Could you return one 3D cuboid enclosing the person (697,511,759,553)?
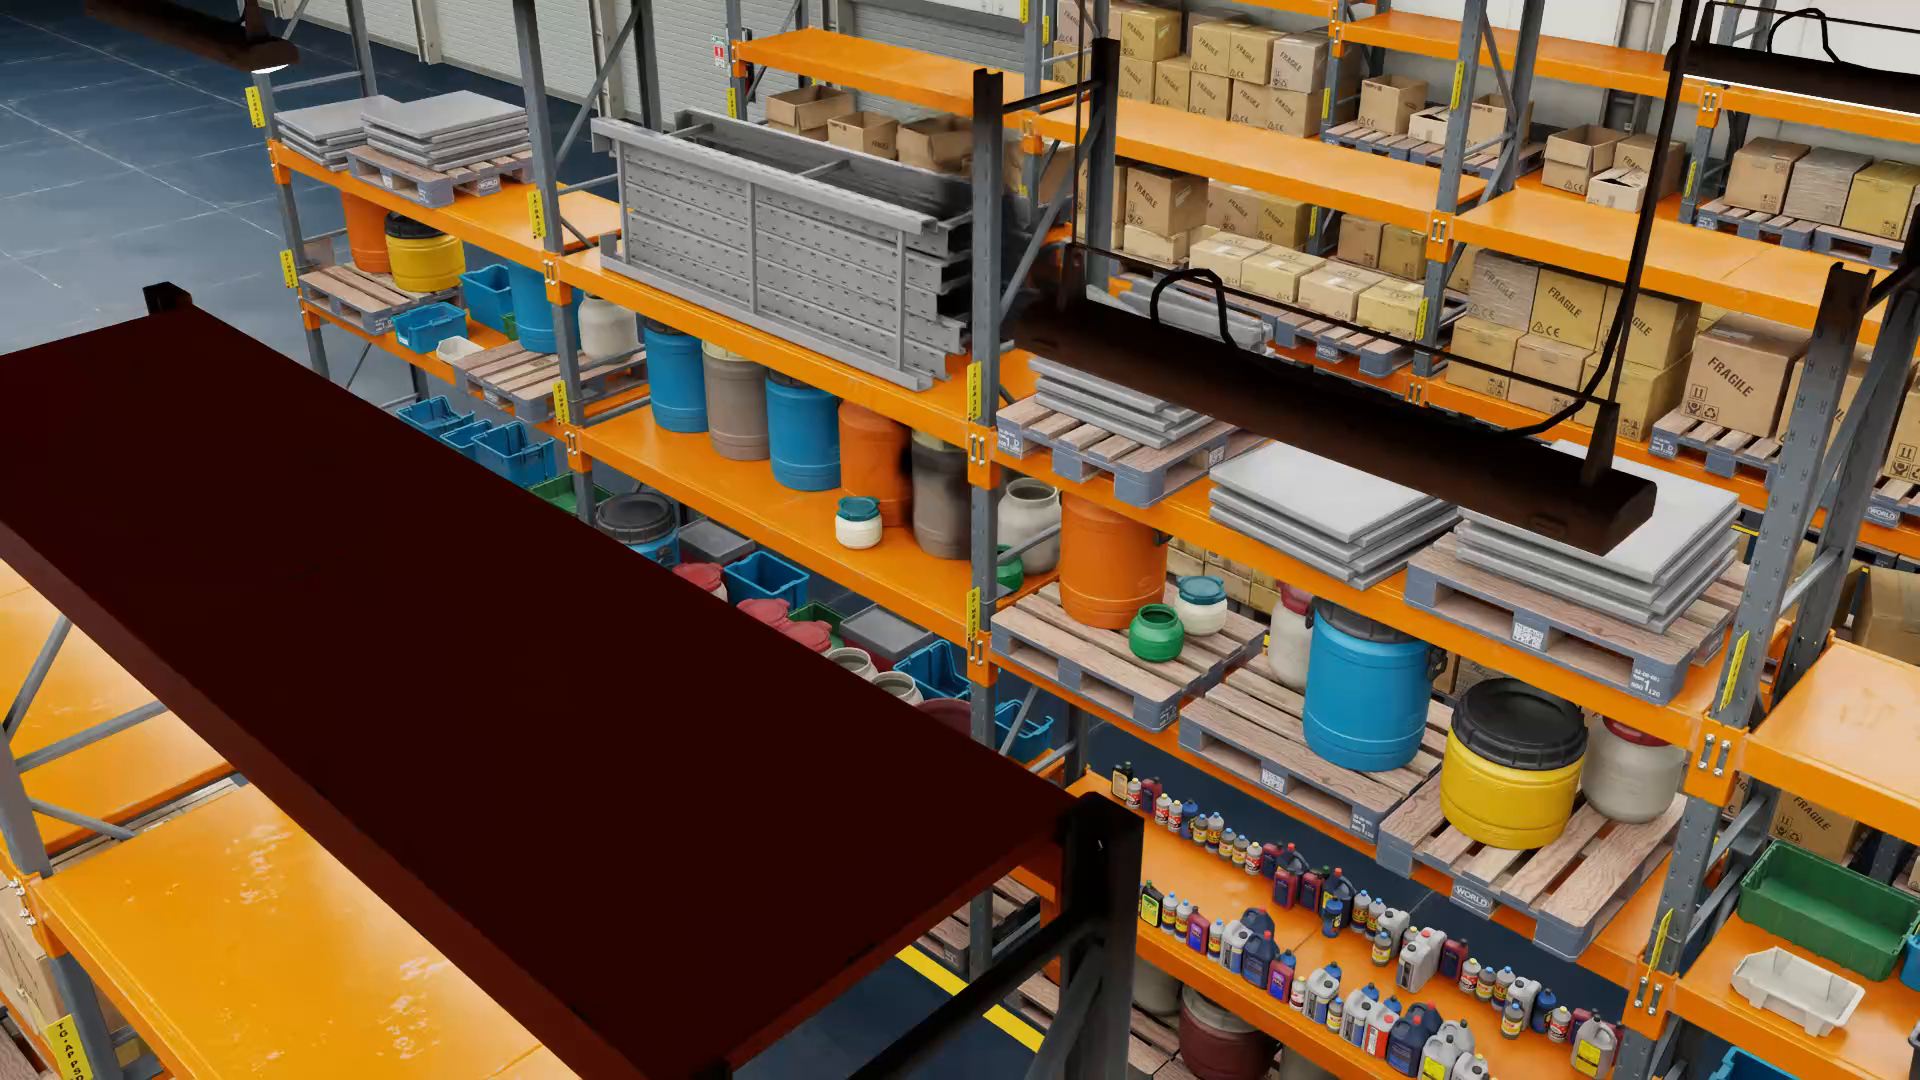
[{"bbox_3d":[-2.051,-0.124,14.889,0.679,1.545,0.838,-14,32,-23],"label":"person"}]
